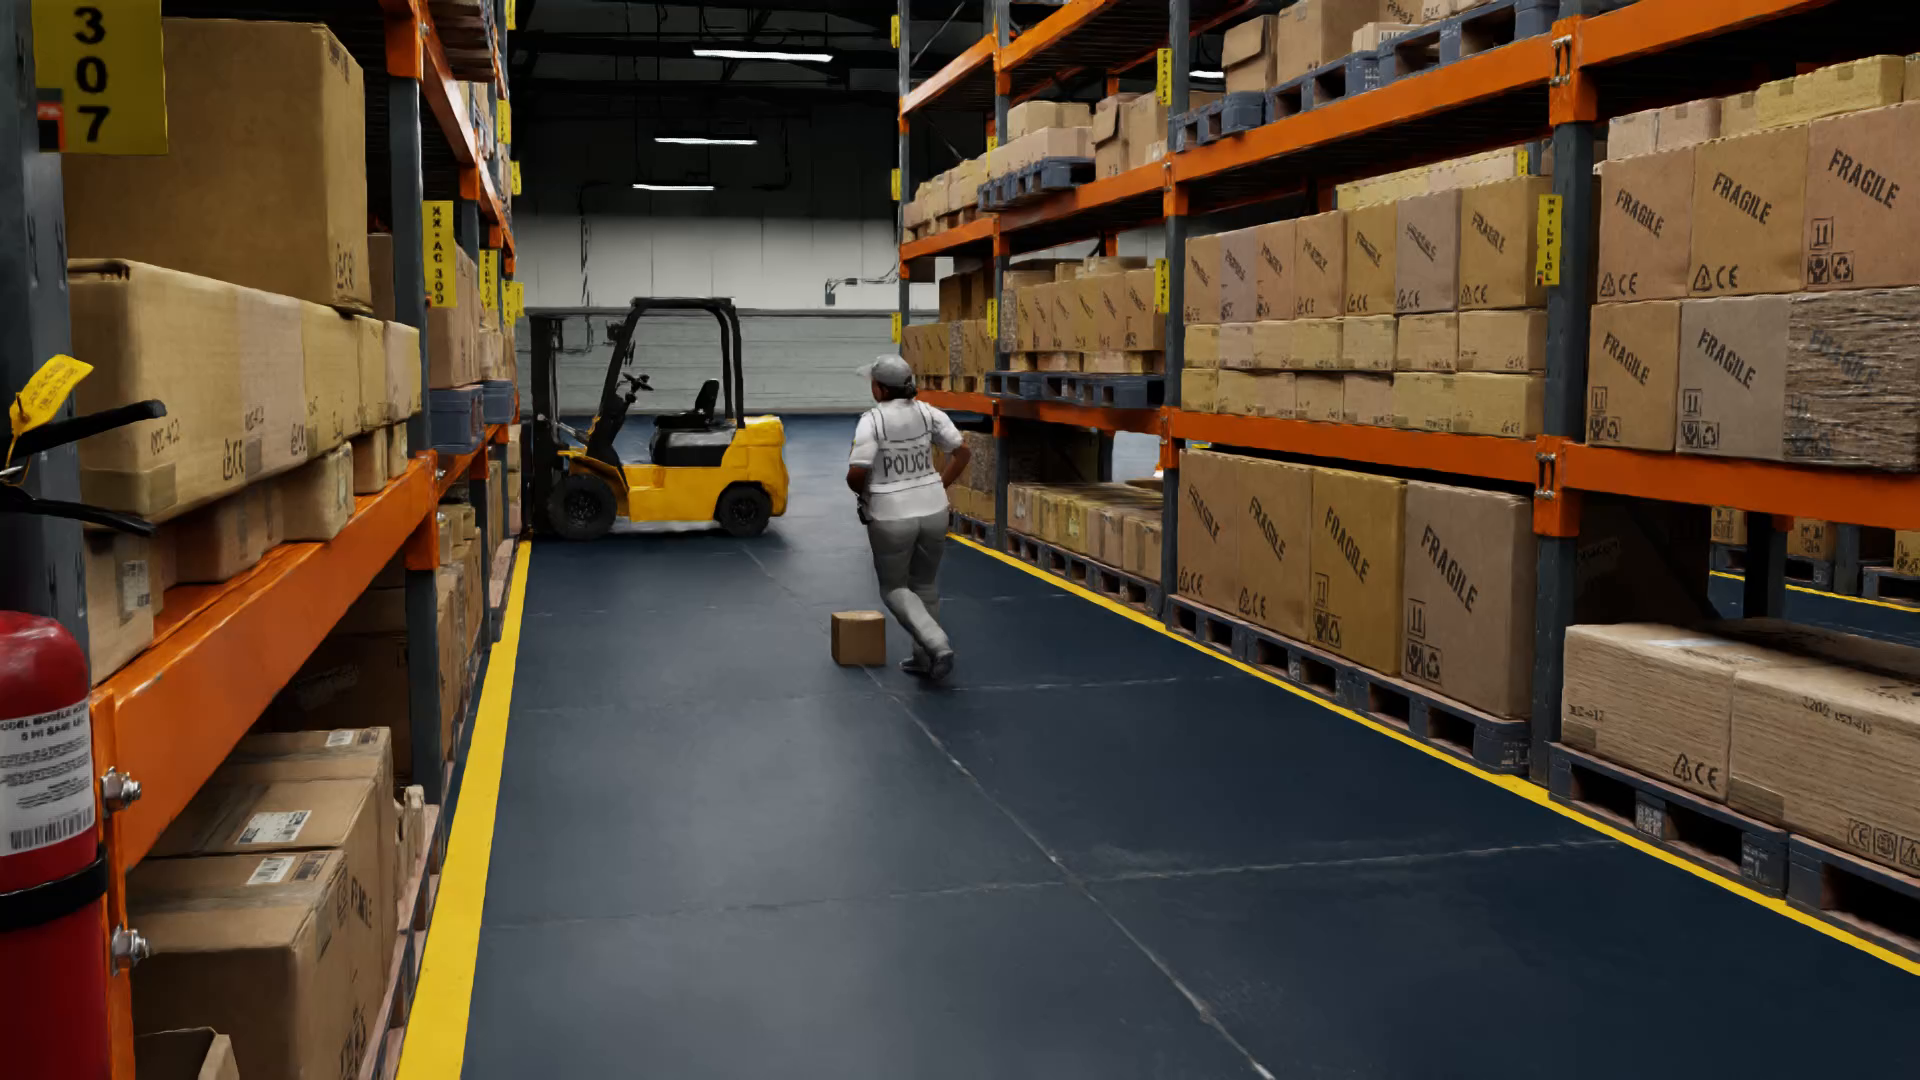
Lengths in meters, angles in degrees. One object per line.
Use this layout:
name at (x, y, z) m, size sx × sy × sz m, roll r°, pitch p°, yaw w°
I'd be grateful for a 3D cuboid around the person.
person at (-0.322, -0.099, 8.183) m, size 0.633 × 1.627 × 0.675 m, roll -4°, pitch 7°, yaw -32°
